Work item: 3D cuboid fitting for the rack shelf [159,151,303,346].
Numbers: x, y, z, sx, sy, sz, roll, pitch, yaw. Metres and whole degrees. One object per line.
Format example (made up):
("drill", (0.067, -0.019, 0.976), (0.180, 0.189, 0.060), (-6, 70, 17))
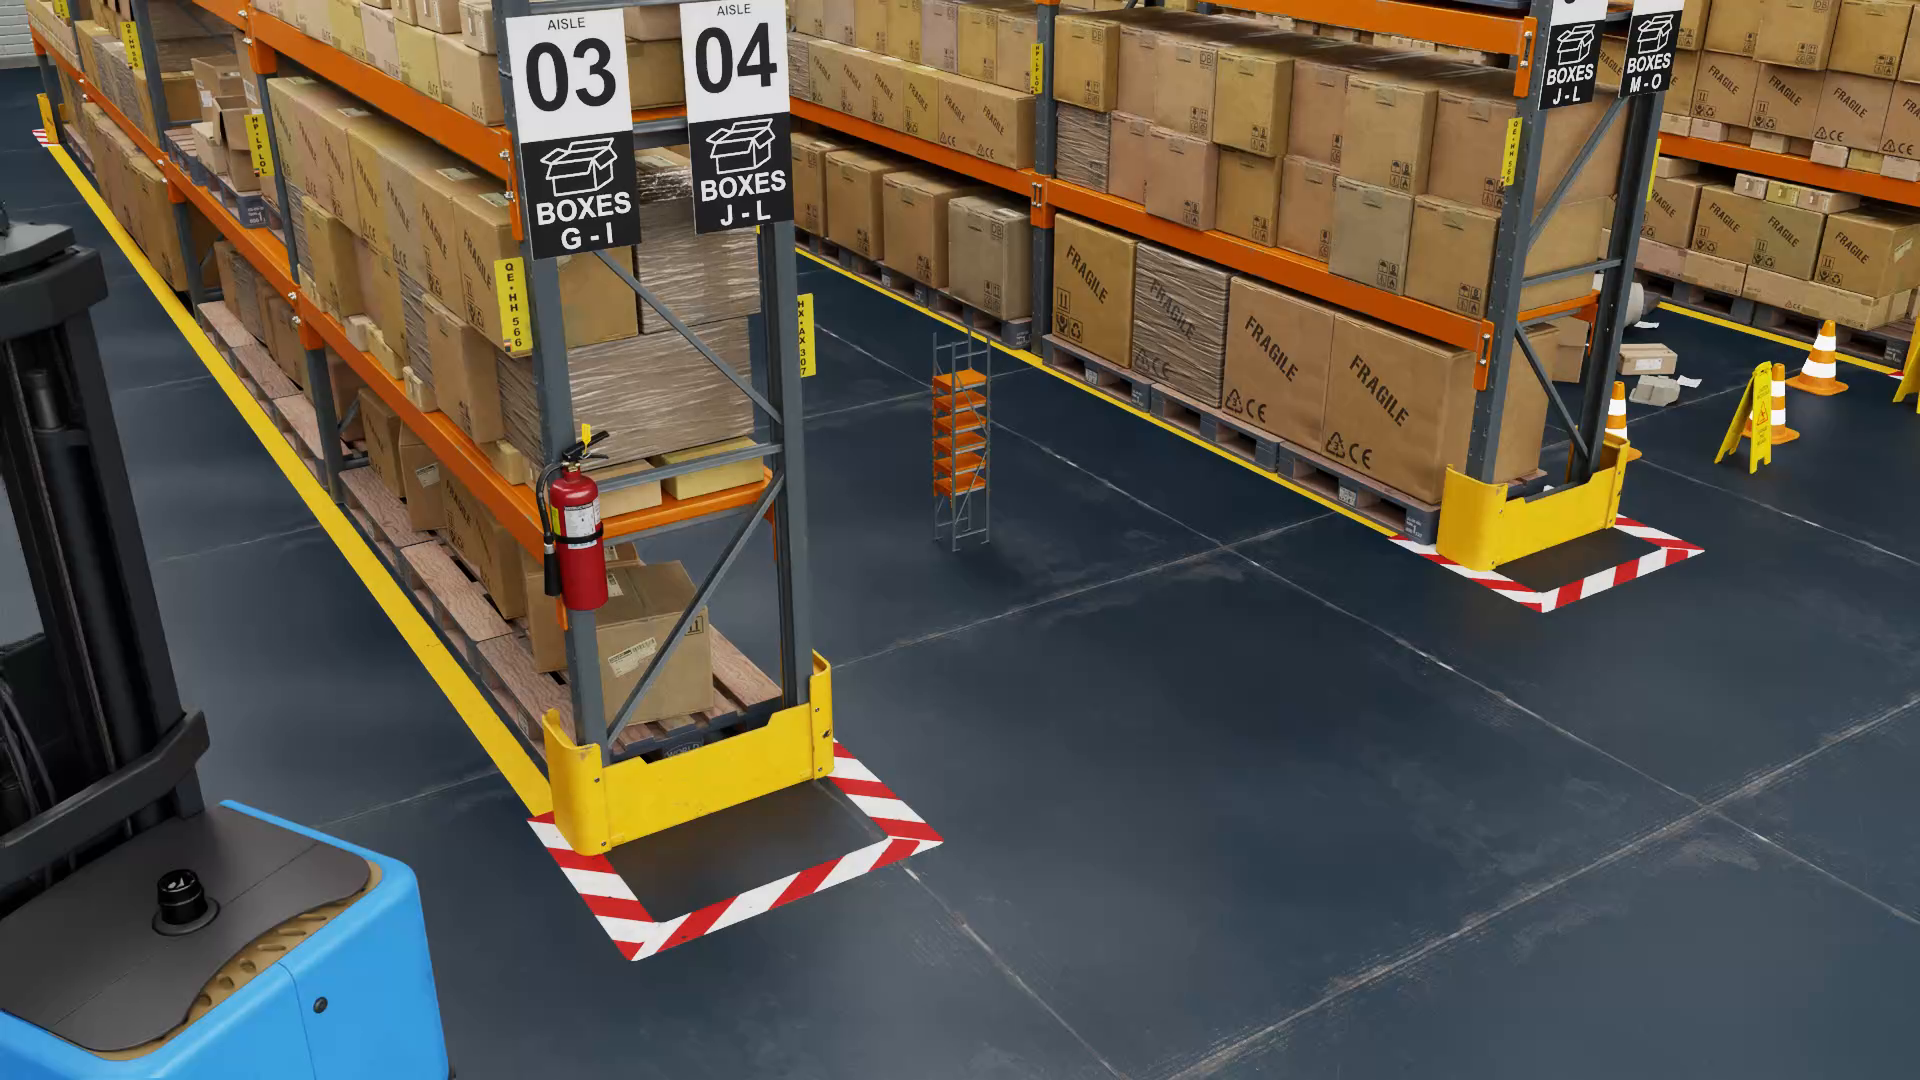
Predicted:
("rack shelf", (-4.334, -2.083, 10.992), (1.077, 0.370, 4.000), (-16, 29, -30))

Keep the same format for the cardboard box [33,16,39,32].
("cardboard box", (-9.595, -5.485, 17.650), (0.380, 0.149, 0.250), (-16, 30, -31))

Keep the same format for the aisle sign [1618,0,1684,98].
("aisle sign", (3.442, -2.603, 8.204), (0.394, 0.787, 0.004), (-16, 29, -30))

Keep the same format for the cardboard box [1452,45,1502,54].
("cardboard box", (4.616, -4.484, 14.278), (0.500, 0.500, 0.500), (-16, 30, -31))

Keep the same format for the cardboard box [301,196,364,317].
("cardboard box", (-2.805, -1.511, 8.471), (0.875, 0.500, 0.500), (-16, 29, -30))

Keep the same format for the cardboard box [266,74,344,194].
("cardboard box", (-3.210, -2.105, 8.559), (0.500, 0.500, 0.500), (-16, 29, -30))

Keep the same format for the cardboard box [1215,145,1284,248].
("cardboard box", (2.068, -2.173, 10.165), (0.875, 0.550, 0.500), (-16, 29, -30))

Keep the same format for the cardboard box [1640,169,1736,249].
("cardboard box", (5.740, -2.640, 13.179), (0.500, 0.500, 0.500), (-14, 29, -27))

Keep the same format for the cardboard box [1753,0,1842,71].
("cardboard box", (6.148, -3.677, 11.889), (0.700, 0.500, 0.500), (-16, 30, -30))

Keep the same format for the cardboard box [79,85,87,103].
("cardboard box", (-8.394, -4.360, 16.970), (0.875, 0.875, 0.875), (-16, 29, -30))

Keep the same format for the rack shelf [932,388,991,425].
("rack shelf", (0.008, -0.714, 8.899), (0.258, 0.103, 0.180), (-16, 29, -30))

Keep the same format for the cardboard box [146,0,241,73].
("cardboard box", (-5.812, -3.888, 12.680), (0.797, 0.503, 0.637), (-14, 29, -28))

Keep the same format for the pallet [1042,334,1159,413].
("pallet", (1.318, -1.262, 11.676), (1.003, 0.211, 1.213), (-16, 29, -30))

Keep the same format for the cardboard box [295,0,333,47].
("cardboard box", (-2.656, -2.393, 7.467), (0.500, 0.250, 0.500), (-17, 30, -32))

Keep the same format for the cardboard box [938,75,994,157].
("cardboard box", (0.184, -3.163, 12.320), (0.500, 0.500, 0.500), (-16, 30, -30))

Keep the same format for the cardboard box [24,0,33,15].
("cardboard box", (-9.758, -5.818, 17.887), (0.500, 0.250, 0.500), (-16, 30, -31))

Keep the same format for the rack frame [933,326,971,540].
("rack frame", (-0.042, -0.570, 9.052), (0.240, 1.200, 0.006), (-16, 29, -30))

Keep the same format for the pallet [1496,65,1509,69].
("pallet", (4.765, -4.223, 14.907), (1.003, 0.211, 1.213), (-16, 29, -30))

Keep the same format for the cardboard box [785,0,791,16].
("cardboard box", (-1.454, -4.895, 15.211), (0.380, 0.149, 0.250), (-16, 30, -31))

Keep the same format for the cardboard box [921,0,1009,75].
("cardboard box", (0.134, -3.851, 12.606), (0.700, 0.500, 0.500), (-15, 29, -29))

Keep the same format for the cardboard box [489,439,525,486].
("cardboard box", (-1.703, -0.370, 6.814), (0.380, 0.149, 0.250), (-16, 29, -30))

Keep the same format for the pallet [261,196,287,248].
("pallet", (-3.538, -1.914, 10.015), (1.003, 0.211, 1.213), (-16, 29, -30))

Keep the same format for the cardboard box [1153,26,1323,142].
("cardboard box", (1.718, -2.834, 10.300), (0.875, 0.550, 0.550), (-16, 29, -30))

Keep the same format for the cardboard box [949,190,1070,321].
("cardboard box", (0.554, -2.187, 12.512), (1.050, 0.750, 0.750), (-16, 29, -30))

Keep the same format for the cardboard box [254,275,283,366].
("cardboard box", (-4.415, -1.561, 11.456), (0.700, 0.500, 0.500), (-13, 28, -25))

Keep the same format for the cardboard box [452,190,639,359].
("cardboard box", (-1.566, -1.034, 6.289), (0.500, 0.500, 0.500), (-16, 29, -30))

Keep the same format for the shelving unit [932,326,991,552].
("shelving unit", (0.008, -0.537, 8.983), (0.258, 1.200, 0.189), (-16, 29, -30))

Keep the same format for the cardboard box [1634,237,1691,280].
("cardboard box", (5.749, -2.298, 13.333), (0.500, 0.250, 0.500), (-16, 30, -30))

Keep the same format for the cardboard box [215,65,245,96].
("cardboard box", (-4.709, -2.999, 11.480), (0.700, 0.500, 0.500), (-11, 27, -22))

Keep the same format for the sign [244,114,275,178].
("sign", (-3.706, -2.086, 8.799), (0.100, 0.325, 0.005), (-16, 29, -30))

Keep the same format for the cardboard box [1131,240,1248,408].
("cardboard box", (1.748, -1.479, 10.867), (0.875, 0.875, 0.875), (-15, 29, -29))

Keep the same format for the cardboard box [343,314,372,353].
("cardboard box", (-2.846, -1.071, 8.299), (0.380, 0.149, 0.250), (-16, 29, -30))

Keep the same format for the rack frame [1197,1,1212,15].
("rack frame", (2.877, -5.434, 17.246), (1.000, 3.000, 0.127), (-16, 29, -30))

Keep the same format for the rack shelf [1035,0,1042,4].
("rack shelf", (-0.123, -4.560, 12.724), (1.077, 0.370, 4.000), (-16, 29, -30))

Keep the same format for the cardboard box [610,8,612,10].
("cardboard box", (-1.076, -1.999, 6.166), (0.380, 0.149, 0.250), (-15, 29, -28))

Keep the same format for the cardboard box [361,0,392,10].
("cardboard box", (-2.176, -2.225, 6.645), (0.380, 0.149, 0.250), (-17, 30, -32))

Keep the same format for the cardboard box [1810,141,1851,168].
("cardboard box", (6.342, -2.789, 11.938), (0.380, 0.149, 0.250), (-15, 29, -29))

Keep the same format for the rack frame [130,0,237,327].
("rack frame", (-5.426, -3.124, 12.354), (1.000, 3.000, 0.127), (-16, 29, -30))

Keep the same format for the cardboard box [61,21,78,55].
("cardboard box", (-8.071, -4.718, 15.558), (0.500, 0.250, 0.500), (-16, 30, -31))

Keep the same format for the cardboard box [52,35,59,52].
("cardboard box", (-8.753, -4.933, 16.481), (0.380, 0.149, 0.250), (-16, 30, -30))

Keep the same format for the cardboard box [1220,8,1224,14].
("cardboard box", (2.821, -5.599, 17.773), (0.500, 0.250, 0.500), (-16, 30, -30))

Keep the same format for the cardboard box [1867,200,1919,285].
("cardboard box", (7.022, -2.219, 12.287), (0.500, 0.500, 0.500), (-17, 30, -31))

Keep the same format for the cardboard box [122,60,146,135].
("cardboard box", (-6.170, -3.468, 12.965), (0.500, 0.500, 0.500), (-16, 30, -30))

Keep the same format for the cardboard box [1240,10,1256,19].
("cardboard box", (3.025, -5.241, 16.641), (0.380, 0.149, 0.250), (-18, 30, -33))

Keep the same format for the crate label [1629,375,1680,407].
("crate label", (4.703, -1.017, 11.244), (0.298, 0.136, 0.250), (12, 28, 24))

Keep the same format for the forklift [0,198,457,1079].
("forklift", (-3.092, 0.477, 4.806), (3.031, 2.935, 1.130), (12, 28, 24))

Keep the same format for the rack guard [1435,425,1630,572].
("rack guard", (3.165, -0.243, 9.180), (1.175, 0.500, 0.348), (-16, 29, -30))

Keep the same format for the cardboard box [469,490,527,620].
("cardboard box", (-2.067, 0.016, 8.138), (0.500, 0.500, 0.500), (-13, 28, -25))

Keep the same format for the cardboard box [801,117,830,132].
("cardboard box", (-1.389, -3.945, 15.652), (0.500, 0.250, 0.500), (-17, 30, -32))

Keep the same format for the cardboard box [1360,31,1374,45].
("cardboard box", (3.946, -4.685, 15.463), (0.380, 0.149, 0.250), (-17, 30, -31))

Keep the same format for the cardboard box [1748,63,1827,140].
("cardboard box", (6.177, -3.242, 12.138), (0.500, 0.500, 0.500), (-16, 29, -30))

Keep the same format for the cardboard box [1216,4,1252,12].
("cardboard box", (2.929, -5.588, 16.616), (0.500, 0.500, 0.500), (-16, 30, -31))

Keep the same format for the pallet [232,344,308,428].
("pallet", (-4.339, -1.147, 11.433), (1.003, 0.211, 1.213), (-16, 29, -30))
